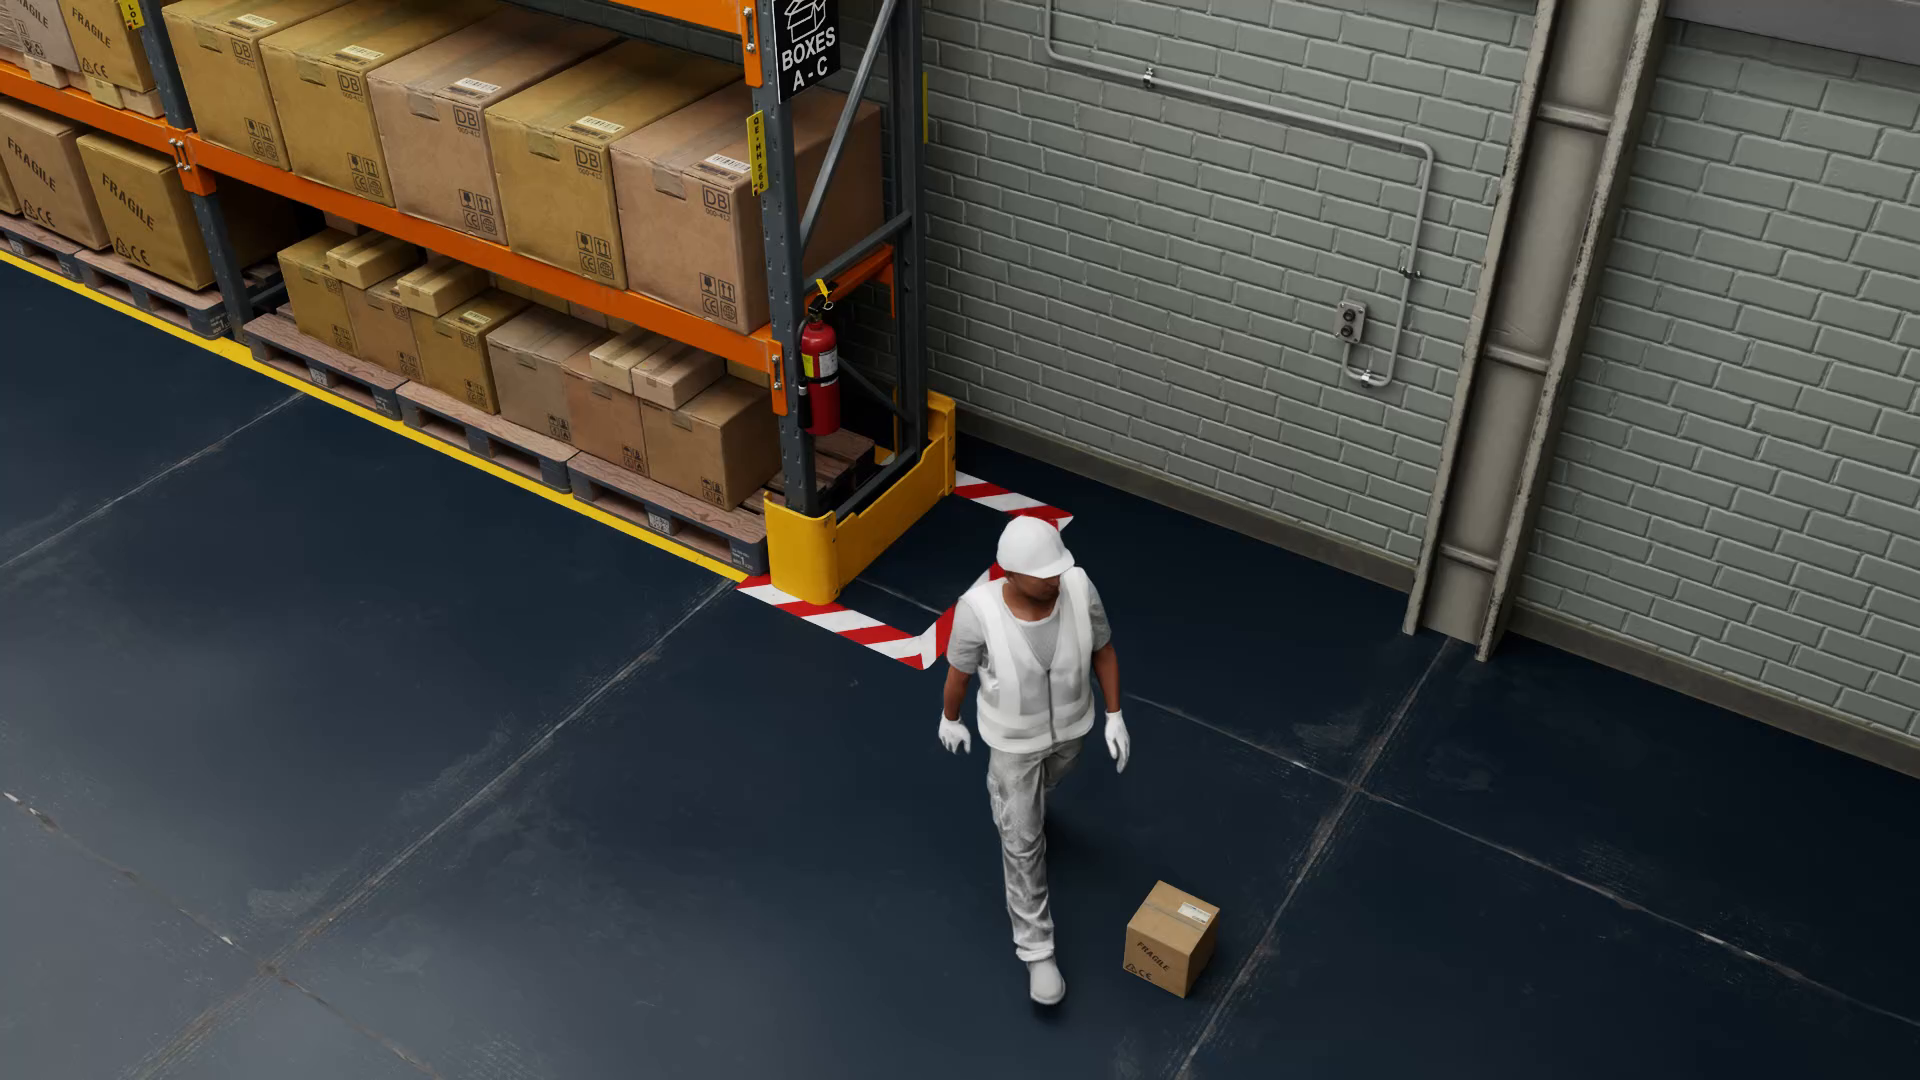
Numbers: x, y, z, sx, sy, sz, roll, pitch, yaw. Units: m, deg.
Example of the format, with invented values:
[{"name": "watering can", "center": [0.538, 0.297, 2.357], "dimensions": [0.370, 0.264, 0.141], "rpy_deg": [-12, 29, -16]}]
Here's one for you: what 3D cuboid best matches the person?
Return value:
[{"name": "person", "center": [0.311, 0.706, 5.769], "dimensions": [0.593, 1.727, 0.995], "rpy_deg": [-15, 40, -18]}]
